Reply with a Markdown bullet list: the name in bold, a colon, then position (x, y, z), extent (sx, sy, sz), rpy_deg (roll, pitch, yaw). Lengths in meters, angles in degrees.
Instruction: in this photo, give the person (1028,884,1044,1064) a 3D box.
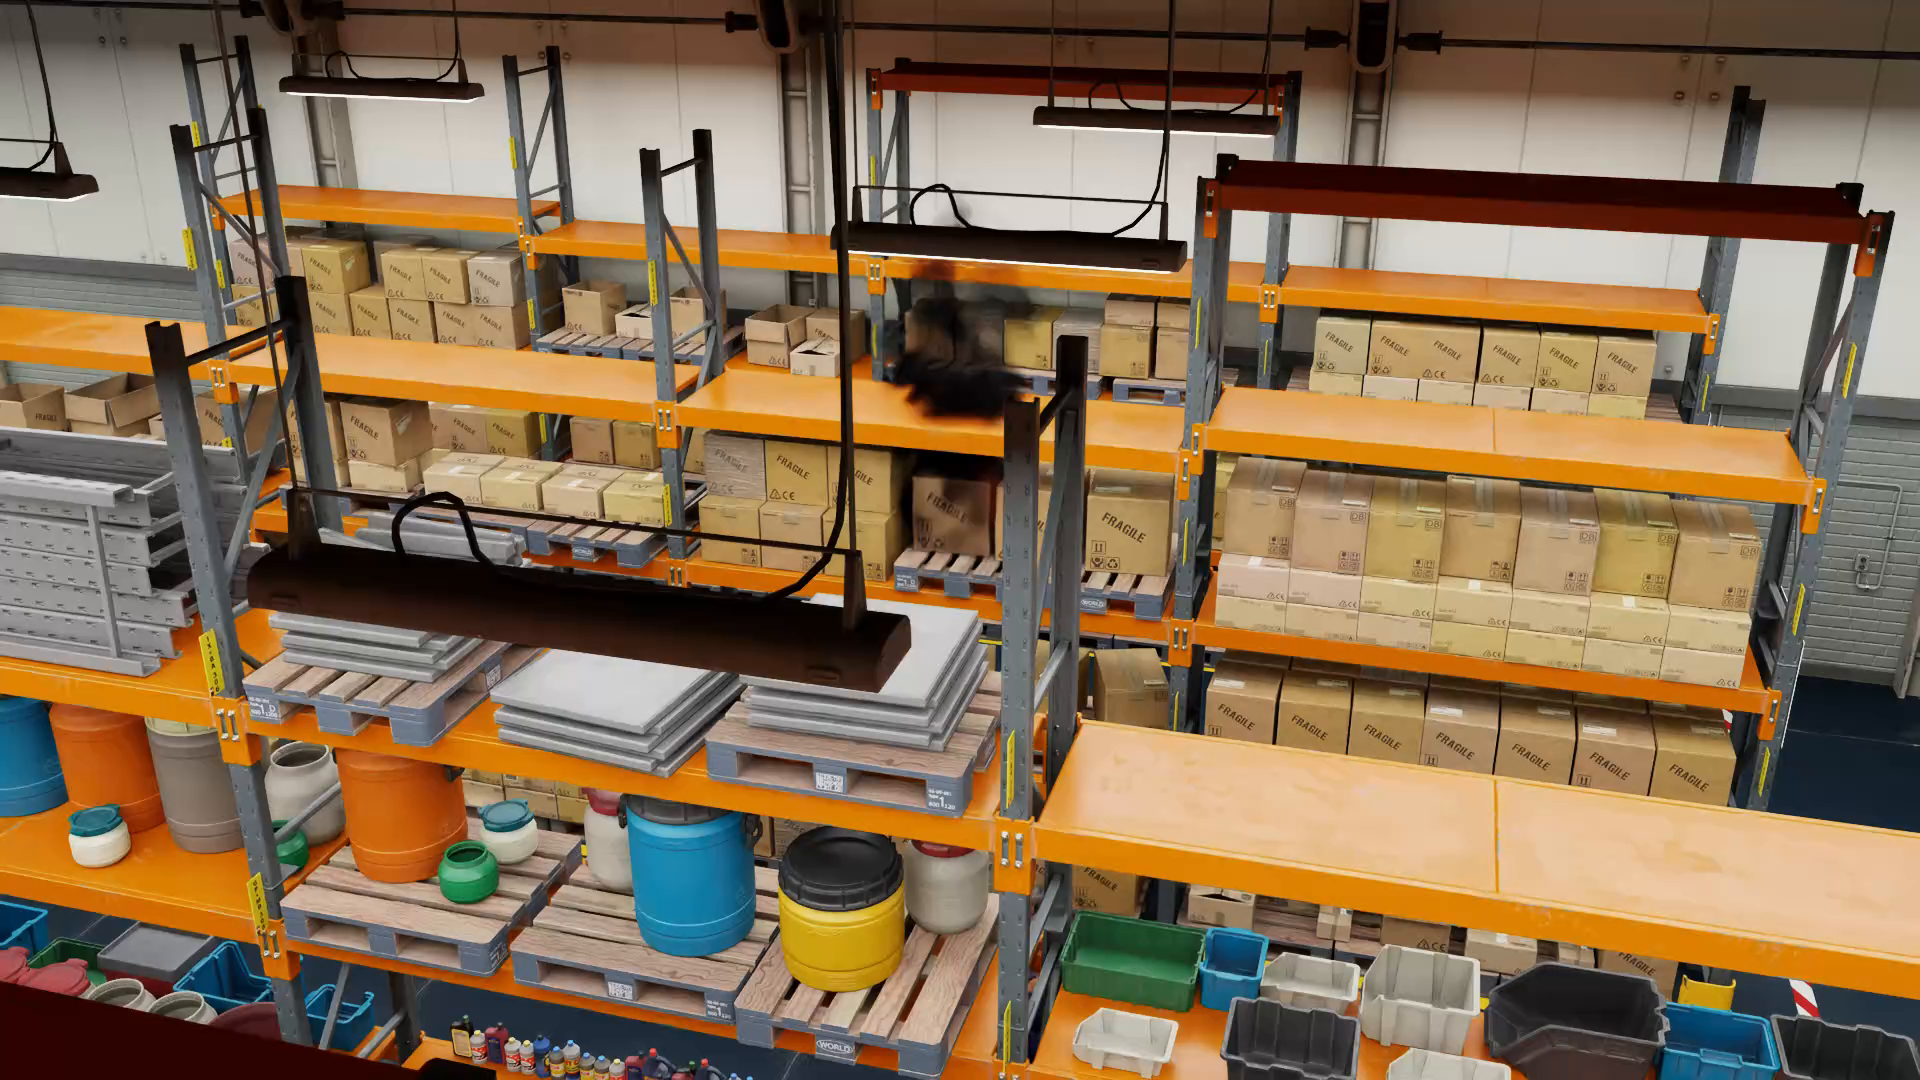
- **person**: position (0.590, 3.044, 11.384), extent (0.586, 1.592, 0.593), rpy_deg (1, 23, 3)
